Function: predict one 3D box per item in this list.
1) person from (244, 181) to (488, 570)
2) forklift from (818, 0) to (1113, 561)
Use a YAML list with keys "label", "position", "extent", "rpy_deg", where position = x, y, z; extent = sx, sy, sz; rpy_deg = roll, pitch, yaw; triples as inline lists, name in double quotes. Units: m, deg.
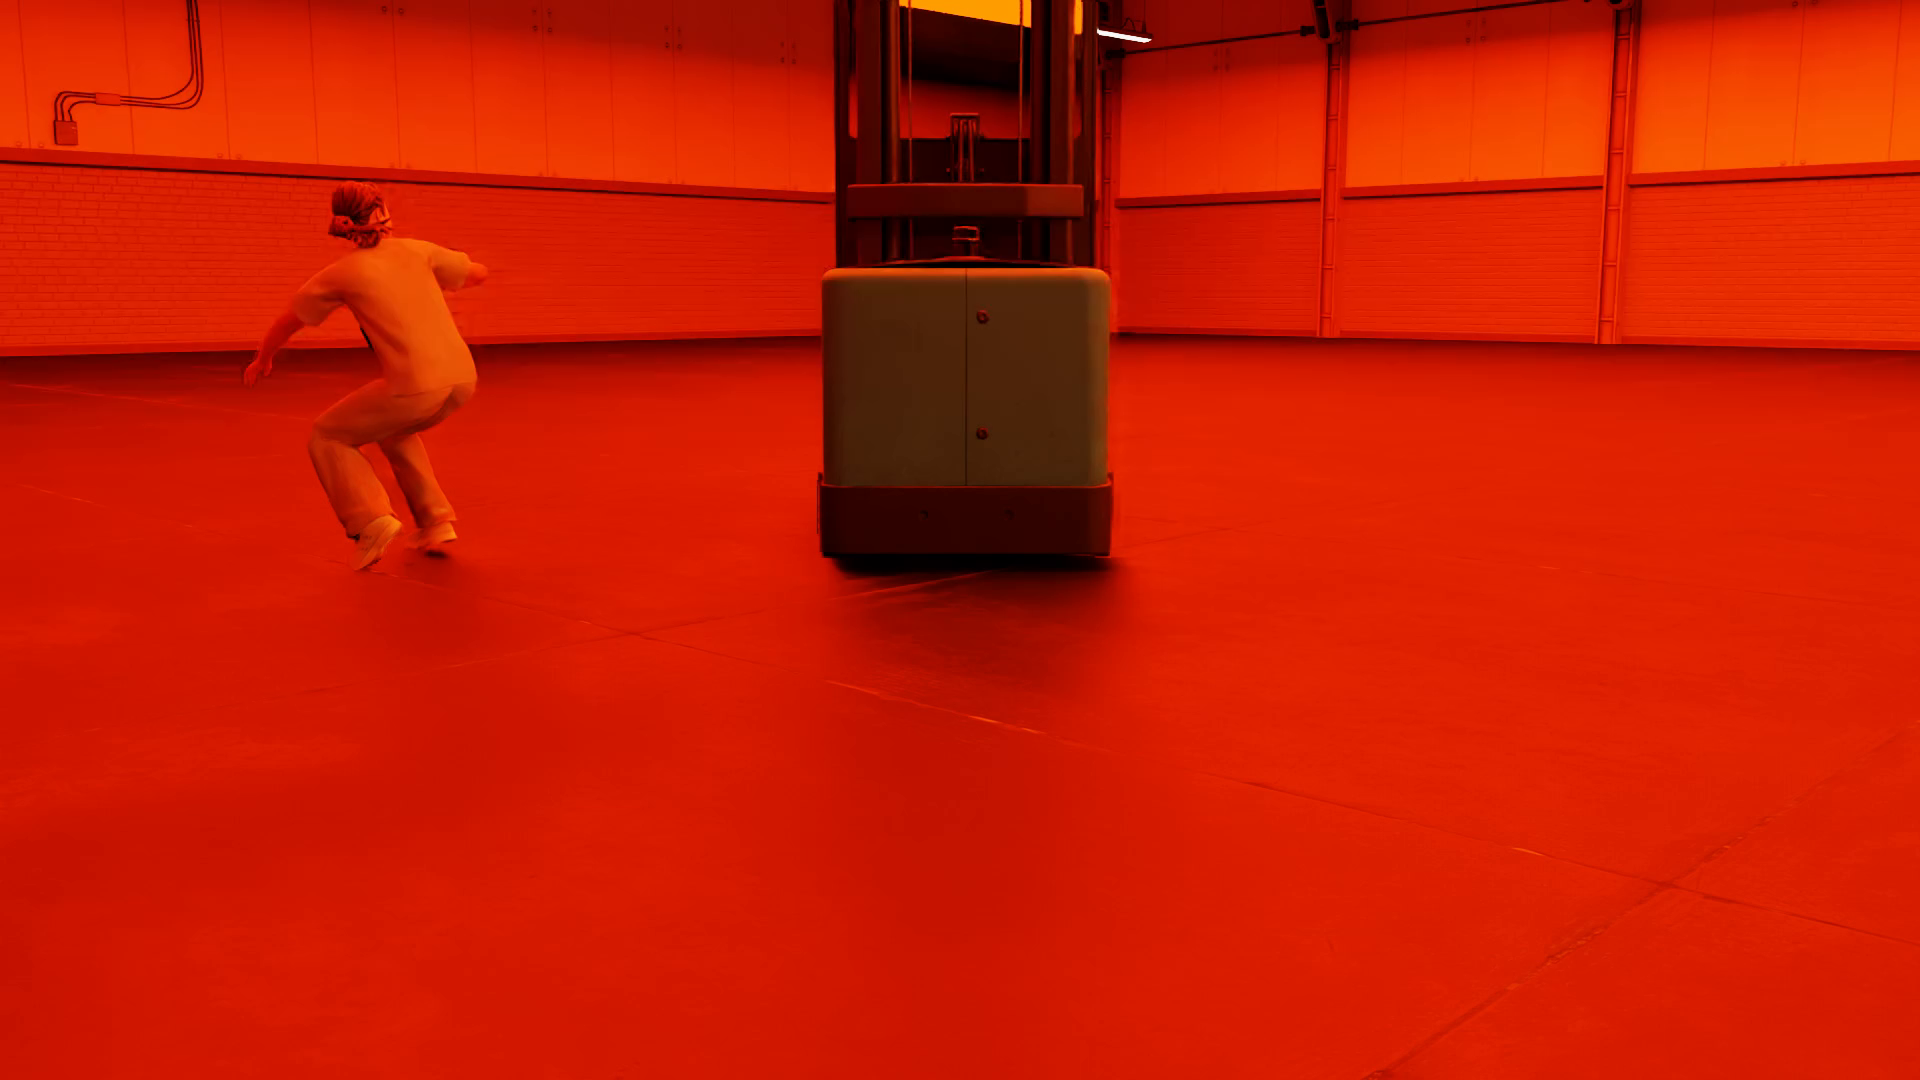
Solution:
- label: "person"
  position: [-2.158, -0.619, 6.196]
  extent: [0.838, 1.397, 0.697]
  rpy_deg: [6, 11, 36]
- label: "forklift"
  position: [0.022, -1.555, 7.199]
  extent: [1.130, 2.935, 3.031]
  rpy_deg: [0, 9, 0]
